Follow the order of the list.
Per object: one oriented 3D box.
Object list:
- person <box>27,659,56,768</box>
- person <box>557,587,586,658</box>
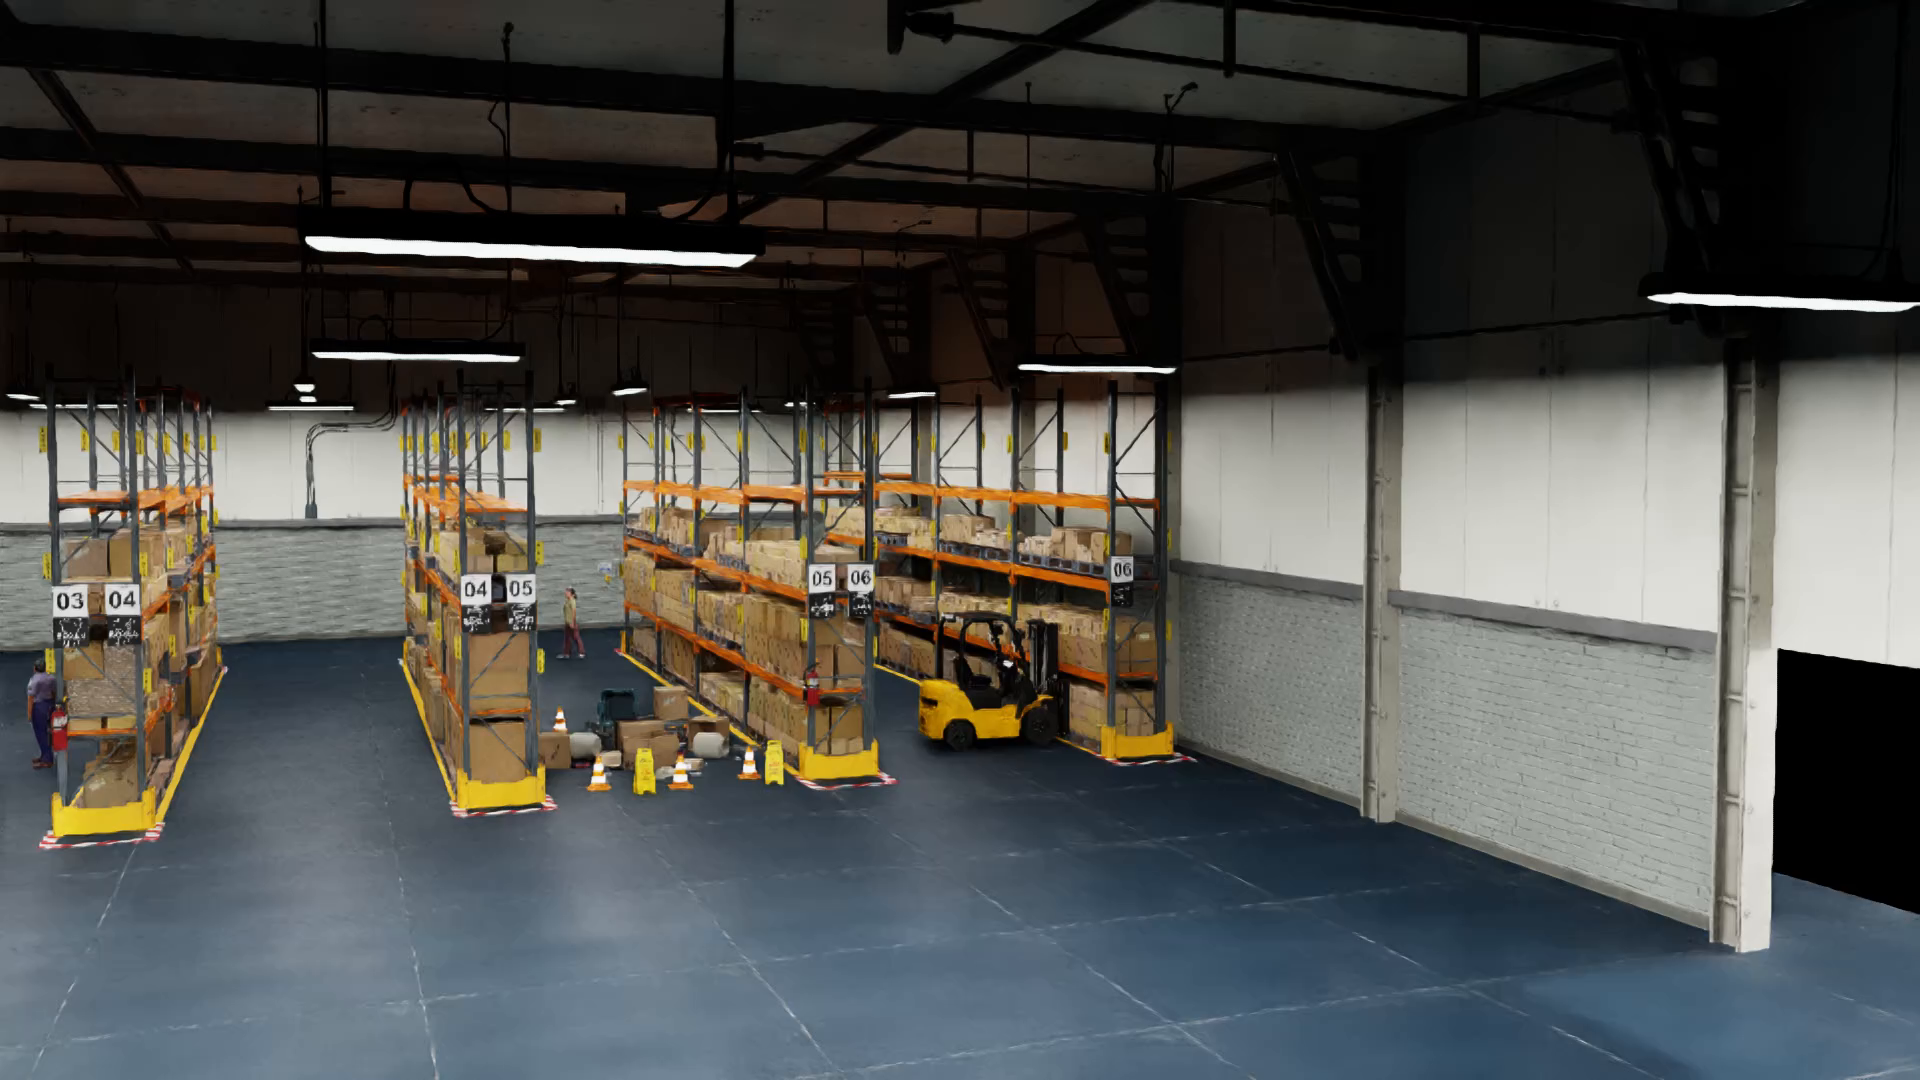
[{"bbox_3d":[-14.242,2.663,25.762,0.556,1.644,0.598,1,3,9],"label":"person"},{"bbox_3d":[-9.042,1.921,38.651,0.625,1.651,0.689,-2,4,-28],"label":"person"}]
